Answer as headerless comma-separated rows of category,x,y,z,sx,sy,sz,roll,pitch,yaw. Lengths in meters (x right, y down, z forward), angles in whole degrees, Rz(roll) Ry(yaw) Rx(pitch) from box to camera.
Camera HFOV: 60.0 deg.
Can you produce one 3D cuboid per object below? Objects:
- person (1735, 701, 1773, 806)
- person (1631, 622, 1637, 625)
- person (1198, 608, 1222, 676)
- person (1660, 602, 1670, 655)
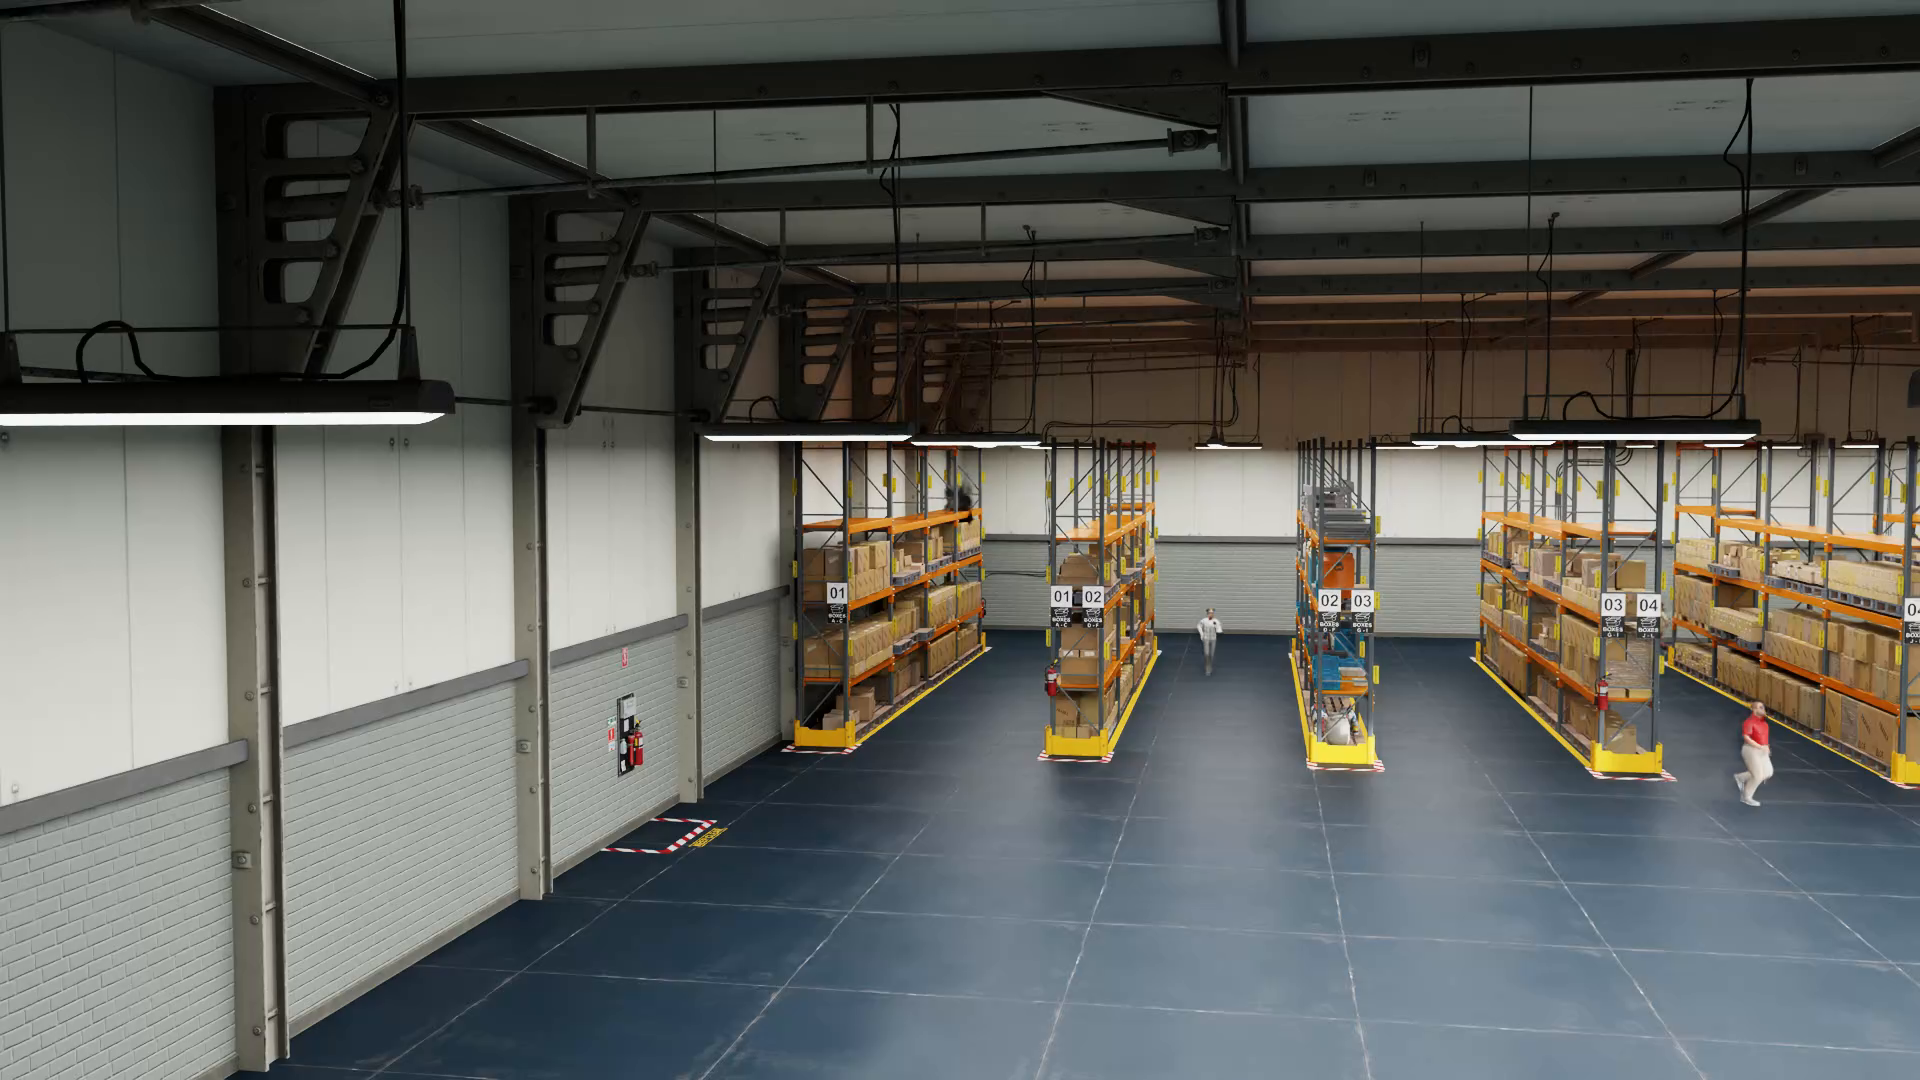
person,12.939,3.457,27.042,0.684,1.691,0.645,-3,4,-40
person,17.486,2.562,43.032,0.693,1.780,0.987,1,3,16
person,6.444,2.612,42.830,0.602,1.739,0.826,0,3,1
person,19.361,2.496,45.950,0.816,1.588,0.660,0,3,1
